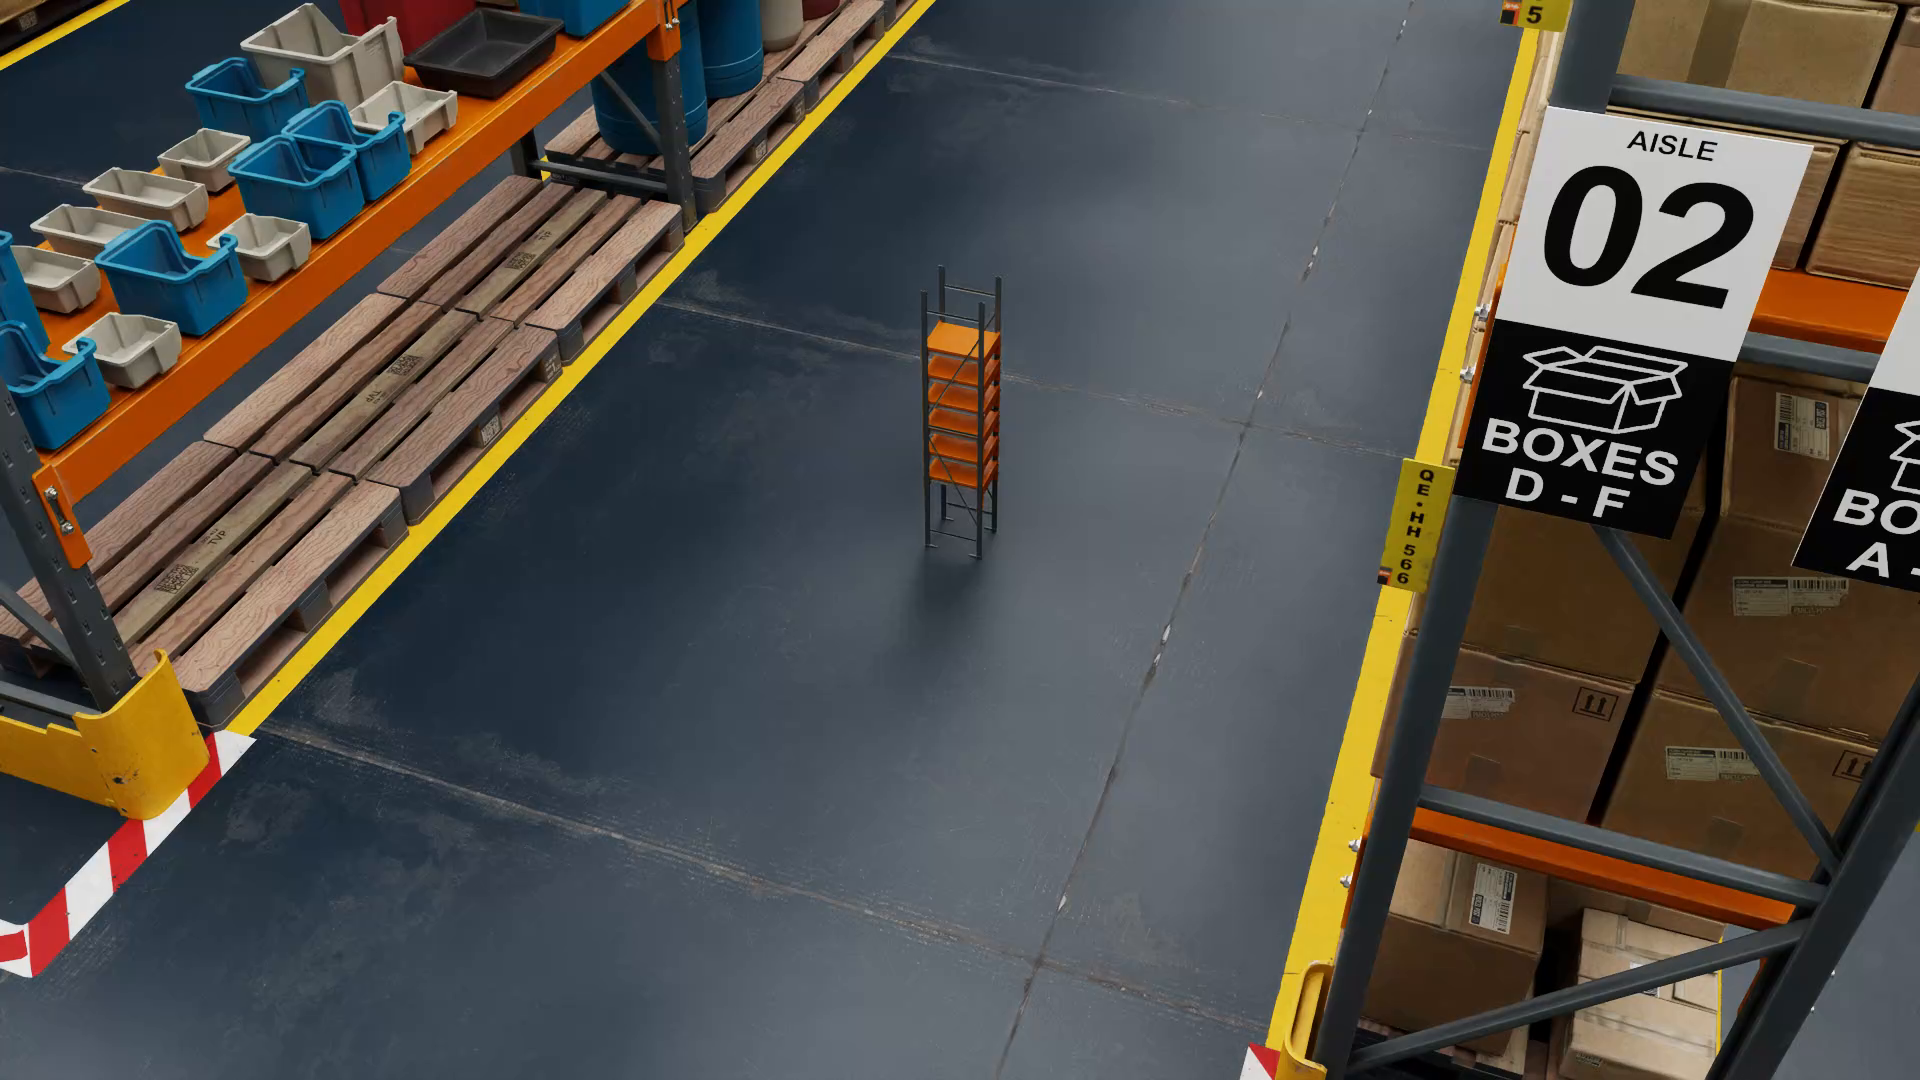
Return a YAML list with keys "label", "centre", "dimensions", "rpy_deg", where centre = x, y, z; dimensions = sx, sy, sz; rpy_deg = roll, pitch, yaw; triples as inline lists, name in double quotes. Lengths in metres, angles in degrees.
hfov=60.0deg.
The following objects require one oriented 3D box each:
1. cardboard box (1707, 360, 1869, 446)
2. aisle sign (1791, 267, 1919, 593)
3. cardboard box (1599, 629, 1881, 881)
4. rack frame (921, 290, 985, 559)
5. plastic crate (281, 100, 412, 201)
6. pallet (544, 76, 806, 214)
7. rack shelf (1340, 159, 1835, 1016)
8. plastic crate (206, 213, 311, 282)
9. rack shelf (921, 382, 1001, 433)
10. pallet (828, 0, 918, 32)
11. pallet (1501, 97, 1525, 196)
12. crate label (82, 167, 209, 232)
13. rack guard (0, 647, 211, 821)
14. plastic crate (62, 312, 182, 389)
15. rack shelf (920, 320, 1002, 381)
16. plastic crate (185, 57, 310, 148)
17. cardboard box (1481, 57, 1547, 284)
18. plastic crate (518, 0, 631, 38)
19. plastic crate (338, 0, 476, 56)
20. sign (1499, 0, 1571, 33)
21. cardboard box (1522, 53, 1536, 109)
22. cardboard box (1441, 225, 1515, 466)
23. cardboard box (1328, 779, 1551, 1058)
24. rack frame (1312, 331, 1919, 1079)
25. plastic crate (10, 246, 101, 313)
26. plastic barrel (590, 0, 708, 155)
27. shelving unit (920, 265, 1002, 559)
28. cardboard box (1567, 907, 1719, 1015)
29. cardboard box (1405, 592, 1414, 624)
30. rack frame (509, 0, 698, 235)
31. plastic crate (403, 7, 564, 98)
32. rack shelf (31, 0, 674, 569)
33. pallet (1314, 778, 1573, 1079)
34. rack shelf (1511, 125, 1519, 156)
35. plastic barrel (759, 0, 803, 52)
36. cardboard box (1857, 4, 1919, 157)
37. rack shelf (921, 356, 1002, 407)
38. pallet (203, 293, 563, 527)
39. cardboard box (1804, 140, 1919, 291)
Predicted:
- label: "cardboard box"
  centre: [1.997, -0.279, 3.919]
  dimensions: [0.500, 0.500, 0.500]
  rpy_deg: [14, 42, 16]
- label: "aisle sign"
  centre: [1.679, -0.210, 2.682]
  dimensions: [0.394, 0.787, 0.004]
  rpy_deg: [13, 42, 15]
- label: "cardboard box"
  centre: [1.826, 0.422, 3.867]
  dimensions: [0.500, 0.500, 0.500]
  rpy_deg: [14, 42, 16]
- label: "rack frame"
  centre: [-0.026, -0.409, 6.306]
  dimensions: [0.240, 1.200, 0.006]
  rpy_deg: [13, 42, 15]
- label: "plastic crate"
  centre: [-2.281, -1.452, 6.224]
  dimensions: [0.416, 0.233, 0.300]
  rpy_deg: [13, 42, 15]
- label: "pallet"
  centre: [-1.556, -2.270, 9.248]
  dimensions: [1.003, 0.211, 1.213]
  rpy_deg: [13, 42, 15]
- label: "rack shelf"
  centre: [2.110, -0.274, 5.314]
  dimensions: [1.077, 0.370, 4.000]
  rpy_deg: [13, 42, 15]
- label: "plastic crate"
  centre: [-2.414, -1.021, 5.792]
  dimensions: [0.250, 0.136, 0.298]
  rpy_deg: [13, 42, 15]
- label: "rack shelf"
  centre: [0.005, -0.523, 6.322]
  dimensions: [0.258, 0.103, 0.180]
  rpy_deg: [13, 42, 15]
- label: "pallet"
  centre: [-0.722, -3.758, 10.992]
  dimensions: [1.003, 0.211, 1.213]
  rpy_deg: [13, 42, 15]
- label: "pallet"
  centre: [3.452, -1.958, 8.882]
  dimensions: [1.003, 0.211, 1.213]
  rpy_deg: [13, 42, 15]
- label: "crate label"
  centre: [-2.934, -1.239, 6.048]
  dimensions: [0.396, 0.136, 0.243]
  rpy_deg: [13, 42, 15]
- label: "rack guard"
  centre: [-3.223, 0.539, 5.733]
  dimensions: [1.175, 0.500, 0.348]
  rpy_deg: [13, 42, 15]
- label: "plastic crate"
  centre: [-2.646, -0.607, 5.307]
  dimensions: [0.250, 0.136, 0.298]
  rpy_deg: [13, 42, 15]
- label: "rack shelf"
  centre: [0.005, -0.705, 6.166]
  dimensions: [0.258, 0.103, 0.180]
  rpy_deg: [13, 42, 15]
- label: "plastic crate"
  centre: [-2.766, -1.698, 6.512]
  dimensions: [0.416, 0.233, 0.300]
  rpy_deg: [13, 42, 15]
- label: "cardboard box"
  centre: [1.840, -1.018, 4.784]
  dimensions: [0.500, 0.500, 0.500]
  rpy_deg: [15, 43, 16]
- label: "plastic crate"
  centre: [-1.699, -2.526, 7.365]
  dimensions: [0.392, 0.384, 0.575]
  rpy_deg: [13, 42, 15]
- label: "plastic crate"
  centre: [-2.401, -2.428, 7.189]
  dimensions: [0.402, 0.464, 0.583]
  rpy_deg: [13, 42, 15]
- label: "sign"
  centre: [0.911, -0.941, 2.549]
  dimensions: [0.100, 0.325, 0.005]
  rpy_deg: [13, 42, 15]
- label: "cardboard box"
  centre: [3.214, -2.265, 8.680]
  dimensions: [0.500, 0.500, 0.500]
  rpy_deg: [12, 42, 14]
- label: "cardboard box"
  centre: [1.492, -0.387, 4.045]
  dimensions: [0.500, 0.500, 0.500]
  rpy_deg: [14, 43, 16]
- label: "cardboard box"
  centre: [1.381, 1.069, 4.773]
  dimensions: [0.500, 0.500, 0.500]
  rpy_deg: [13, 42, 15]
- label: "rack frame"
  centre: [1.426, 0.672, 3.651]
  dimensions: [1.000, 3.000, 0.127]
  rpy_deg: [13, 42, 15]
- label: "plastic crate"
  centre: [-3.119, -0.890, 5.639]
  dimensions: [0.396, 0.136, 0.243]
  rpy_deg: [13, 42, 15]
- label: "plastic barrel"
  centre: [-1.657, -2.559, 8.731]
  dimensions: [0.600, 0.901, 0.708]
  rpy_deg: [13, 42, 15]
- label: "shelving unit"
  centre: [0.005, -0.465, 6.371]
  dimensions: [0.258, 1.200, 0.189]
  rpy_deg: [13, 42, 15]
- label: "cardboard box"
  centre: [1.978, 1.251, 4.817]
  dimensions: [0.380, 0.166, 0.250]
  rpy_deg: [13, 42, 15]
- label: "cardboard box"
  centre: [1.498, -0.017, 4.382]
  dimensions: [0.500, 0.500, 0.500]
  rpy_deg: [14, 42, 15]
- label: "rack frame"
  centre: [-1.860, -2.869, 7.802]
  dimensions: [1.000, 3.000, 0.127]
  rpy_deg: [13, 42, 15]
- label: "plastic crate"
  centre: [-1.990, -2.045, 7.002]
  dimensions: [0.437, 0.125, 0.590]
  rpy_deg: [13, 42, 15]
- label: "rack shelf"
  centre: [-2.543, -1.376, 6.606]
  dimensions: [1.077, 0.370, 4.000]
  rpy_deg: [13, 42, 15]
- label: "pallet"
  centre: [1.724, 1.200, 5.181]
  dimensions: [1.003, 0.211, 1.213]
  rpy_deg: [13, 42, 15]
- label: "rack shelf"
  centre: [3.478, -2.714, 8.174]
  dimensions: [1.077, 0.370, 4.000]
  rpy_deg: [13, 42, 15]
- label: "plastic barrel"
  centre: [-1.138, -3.167, 9.744]
  dimensions: [0.421, 0.512, 0.421]
  rpy_deg: [0, 40, 0]
- label: "cardboard box"
  centre: [1.846, -0.858, 2.864]
  dimensions: [0.500, 0.250, 0.500]
  rpy_deg: [13, 42, 15]
- label: "rack shelf"
  centre: [0.005, -0.614, 6.244]
  dimensions: [0.258, 0.103, 0.180]
  rpy_deg: [13, 42, 15]
- label: "pallet"
  centre: [-2.490, -0.605, 7.296]
  dimensions: [1.003, 0.211, 1.213]
  rpy_deg: [13, 42, 15]
- label: "cardboard box"
  centre: [1.841, -0.669, 3.027]
  dimensions: [0.500, 0.250, 0.500]
  rpy_deg: [13, 42, 15]
